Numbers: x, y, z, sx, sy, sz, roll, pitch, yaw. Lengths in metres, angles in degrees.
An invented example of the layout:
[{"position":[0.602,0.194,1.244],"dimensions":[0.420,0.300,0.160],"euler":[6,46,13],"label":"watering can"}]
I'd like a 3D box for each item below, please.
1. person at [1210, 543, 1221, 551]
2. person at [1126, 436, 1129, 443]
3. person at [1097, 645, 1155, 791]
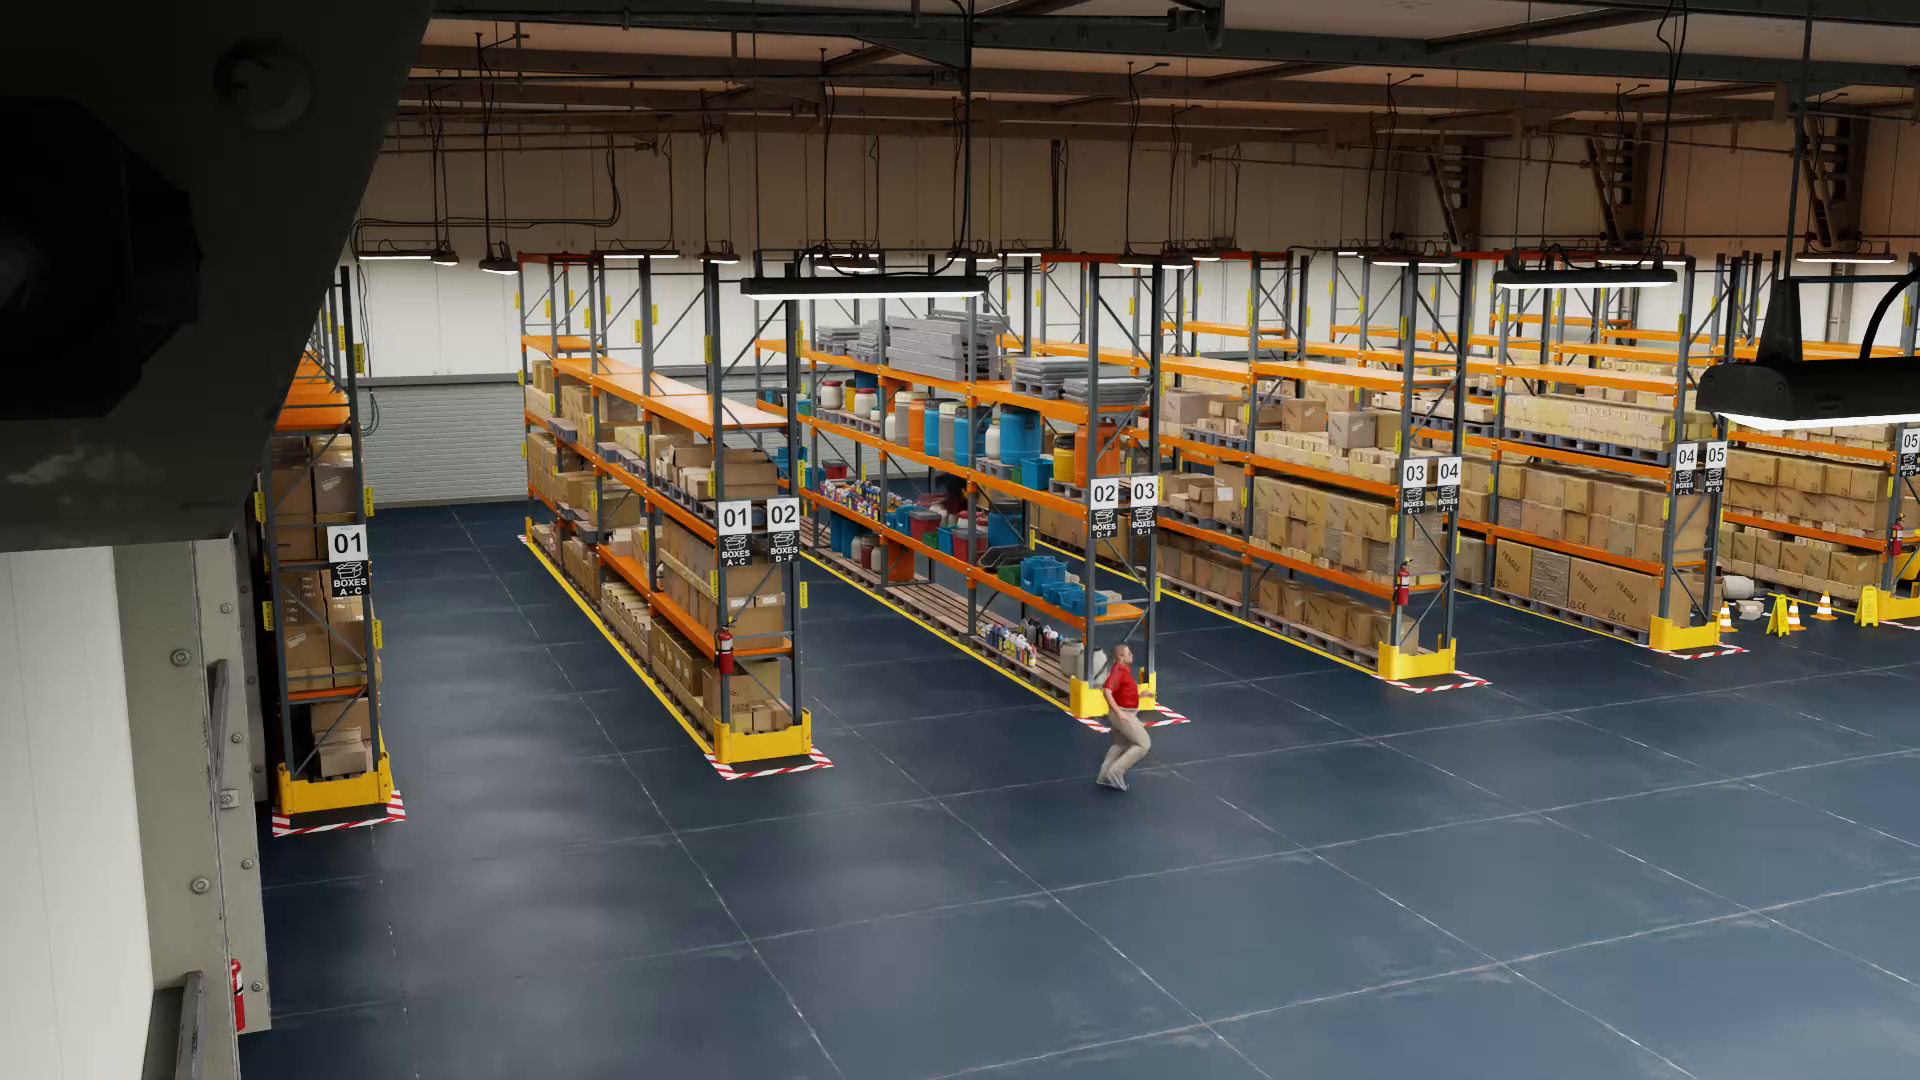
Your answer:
[{"position":[5.028,-0.363,32.440],"dimensions":[0.580,1.730,0.754],"euler":[-5,11,-25],"label":"person"},{"position":[3.919,-1.607,39.029],"dimensions":[0.703,1.802,0.783],"euler":[-1,10,-5],"label":"person"},{"position":[1.918,2.039,19.146],"dimensions":[0.659,1.698,0.647],"euler":[-1,10,-3],"label":"person"}]
